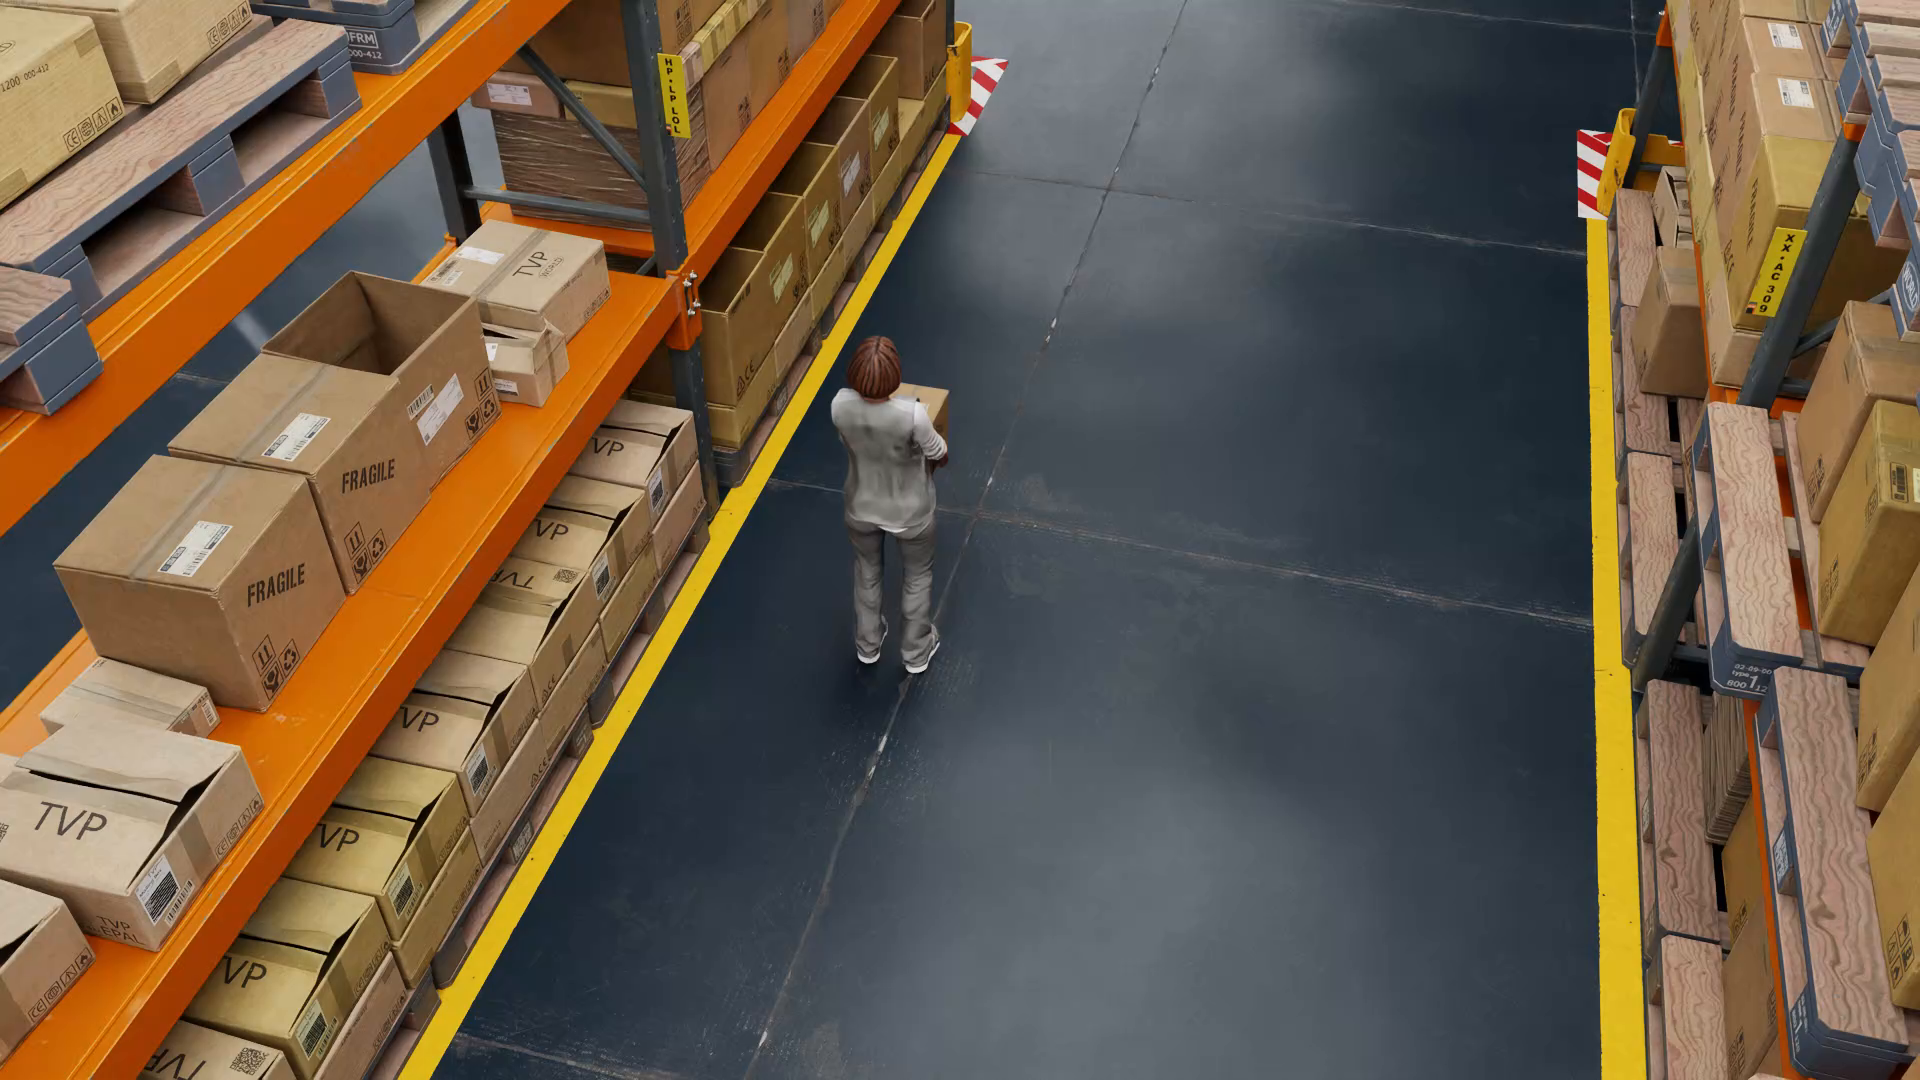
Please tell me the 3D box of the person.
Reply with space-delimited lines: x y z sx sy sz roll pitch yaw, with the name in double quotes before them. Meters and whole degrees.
"person" -0.250 -0.179 6.372 0.407 1.588 0.495 10 43 11
